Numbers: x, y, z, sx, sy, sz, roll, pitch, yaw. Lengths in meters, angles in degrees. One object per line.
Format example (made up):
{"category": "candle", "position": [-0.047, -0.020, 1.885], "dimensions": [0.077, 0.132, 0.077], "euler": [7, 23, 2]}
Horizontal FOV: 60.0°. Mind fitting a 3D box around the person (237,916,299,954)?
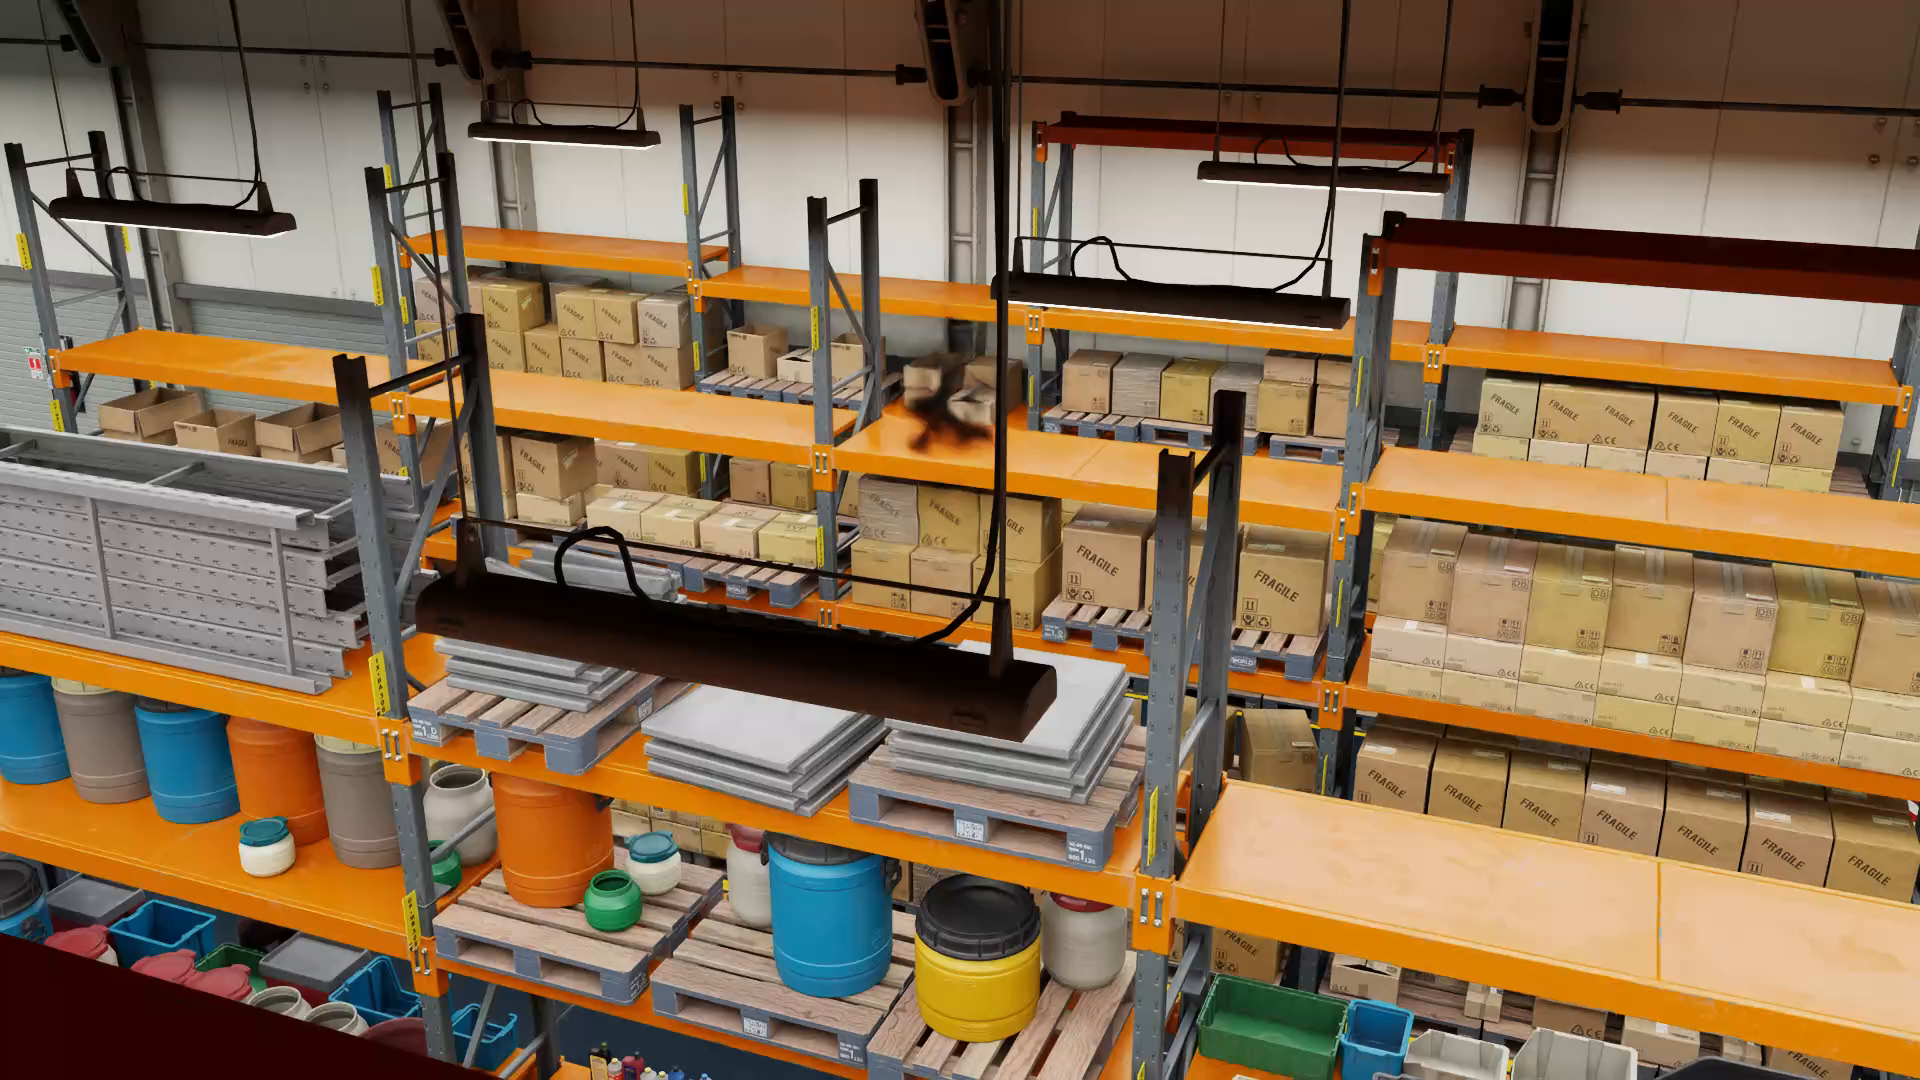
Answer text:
{"category": "person", "position": [-5.186, 2.799, 12.572], "dimensions": [0.733, 1.805, 0.687], "euler": [8, 22, 20]}
